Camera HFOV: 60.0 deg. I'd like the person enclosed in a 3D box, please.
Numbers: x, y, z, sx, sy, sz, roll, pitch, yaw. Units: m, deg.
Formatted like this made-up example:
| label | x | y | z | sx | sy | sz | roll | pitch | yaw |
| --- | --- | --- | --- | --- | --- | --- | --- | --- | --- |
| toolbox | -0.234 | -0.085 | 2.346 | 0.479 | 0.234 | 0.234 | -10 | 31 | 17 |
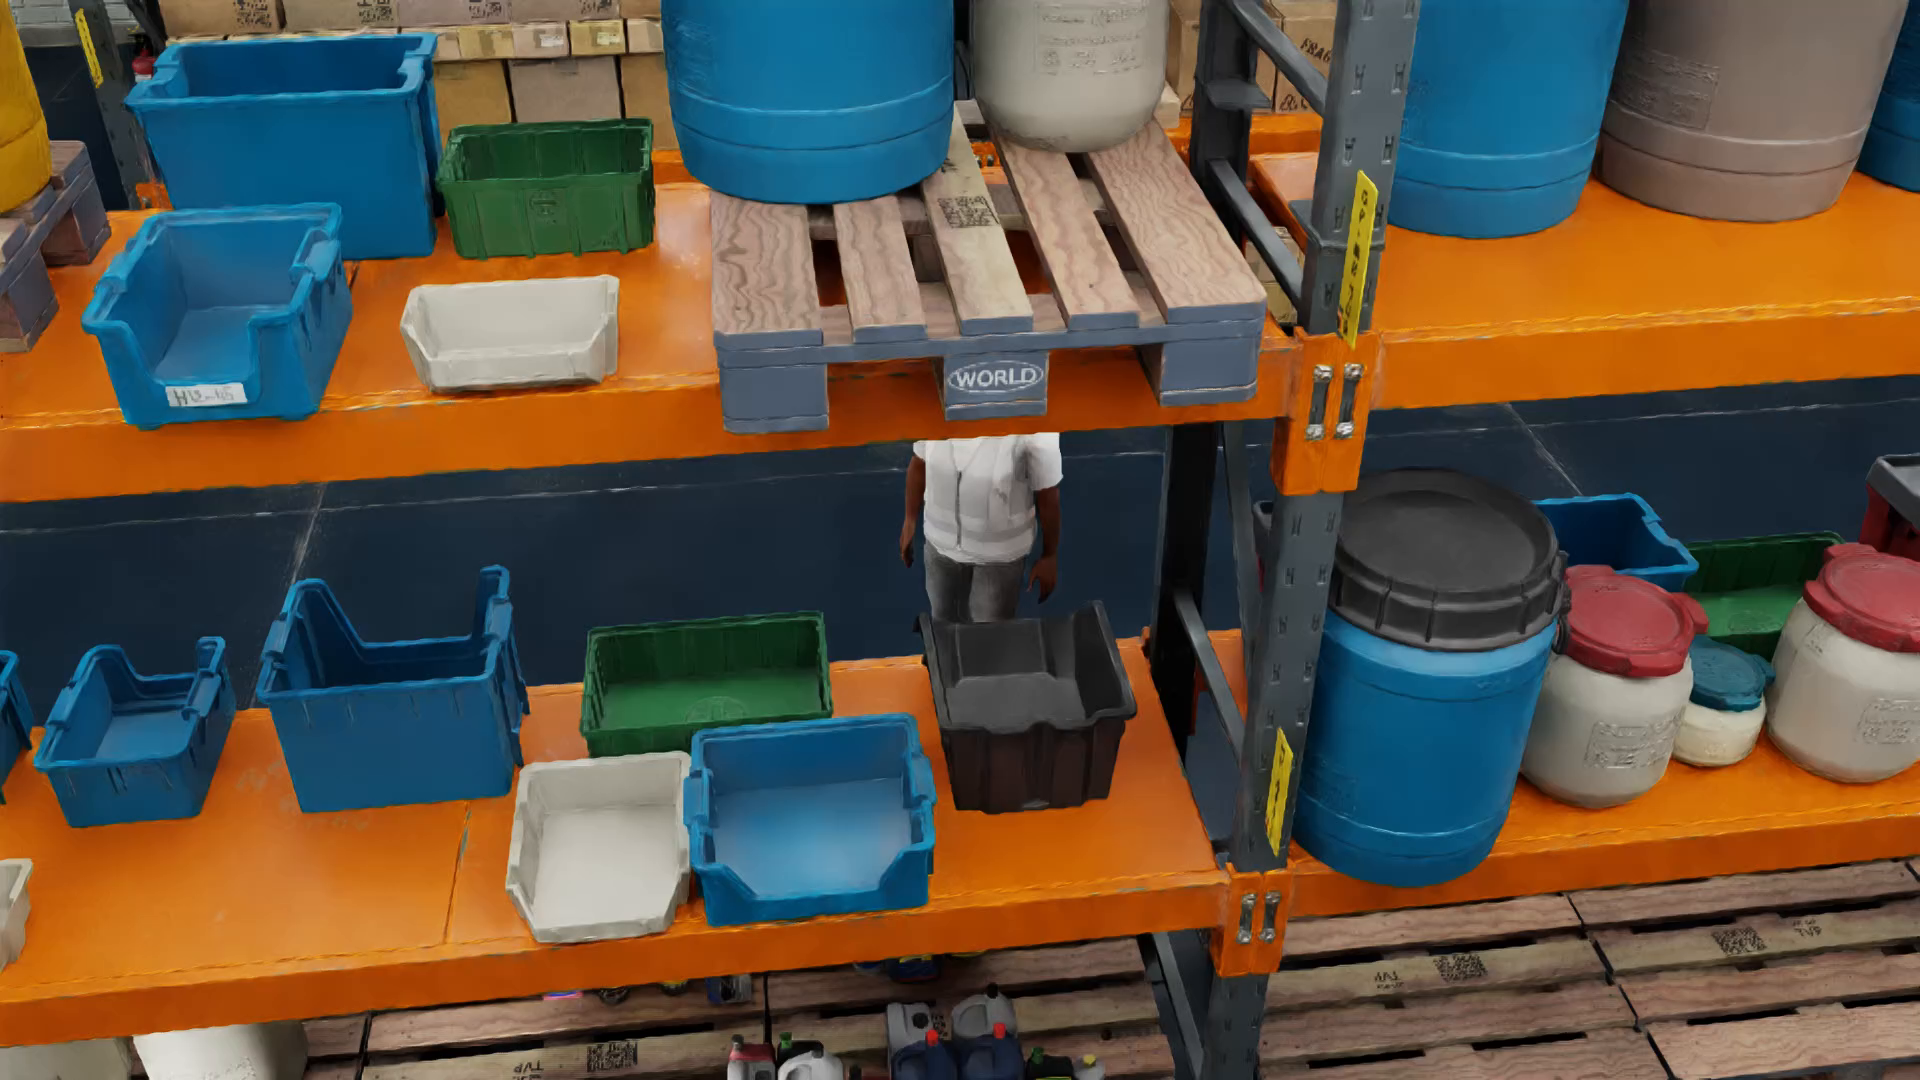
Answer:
| label | x | y | z | sx | sy | sz | roll | pitch | yaw |
| --- | --- | --- | --- | --- | --- | --- | --- | --- | --- |
| person | 0.080 | -0.009 | 6.125 | 0.612 | 1.775 | 0.596 | 18 | 39 | 24 |
